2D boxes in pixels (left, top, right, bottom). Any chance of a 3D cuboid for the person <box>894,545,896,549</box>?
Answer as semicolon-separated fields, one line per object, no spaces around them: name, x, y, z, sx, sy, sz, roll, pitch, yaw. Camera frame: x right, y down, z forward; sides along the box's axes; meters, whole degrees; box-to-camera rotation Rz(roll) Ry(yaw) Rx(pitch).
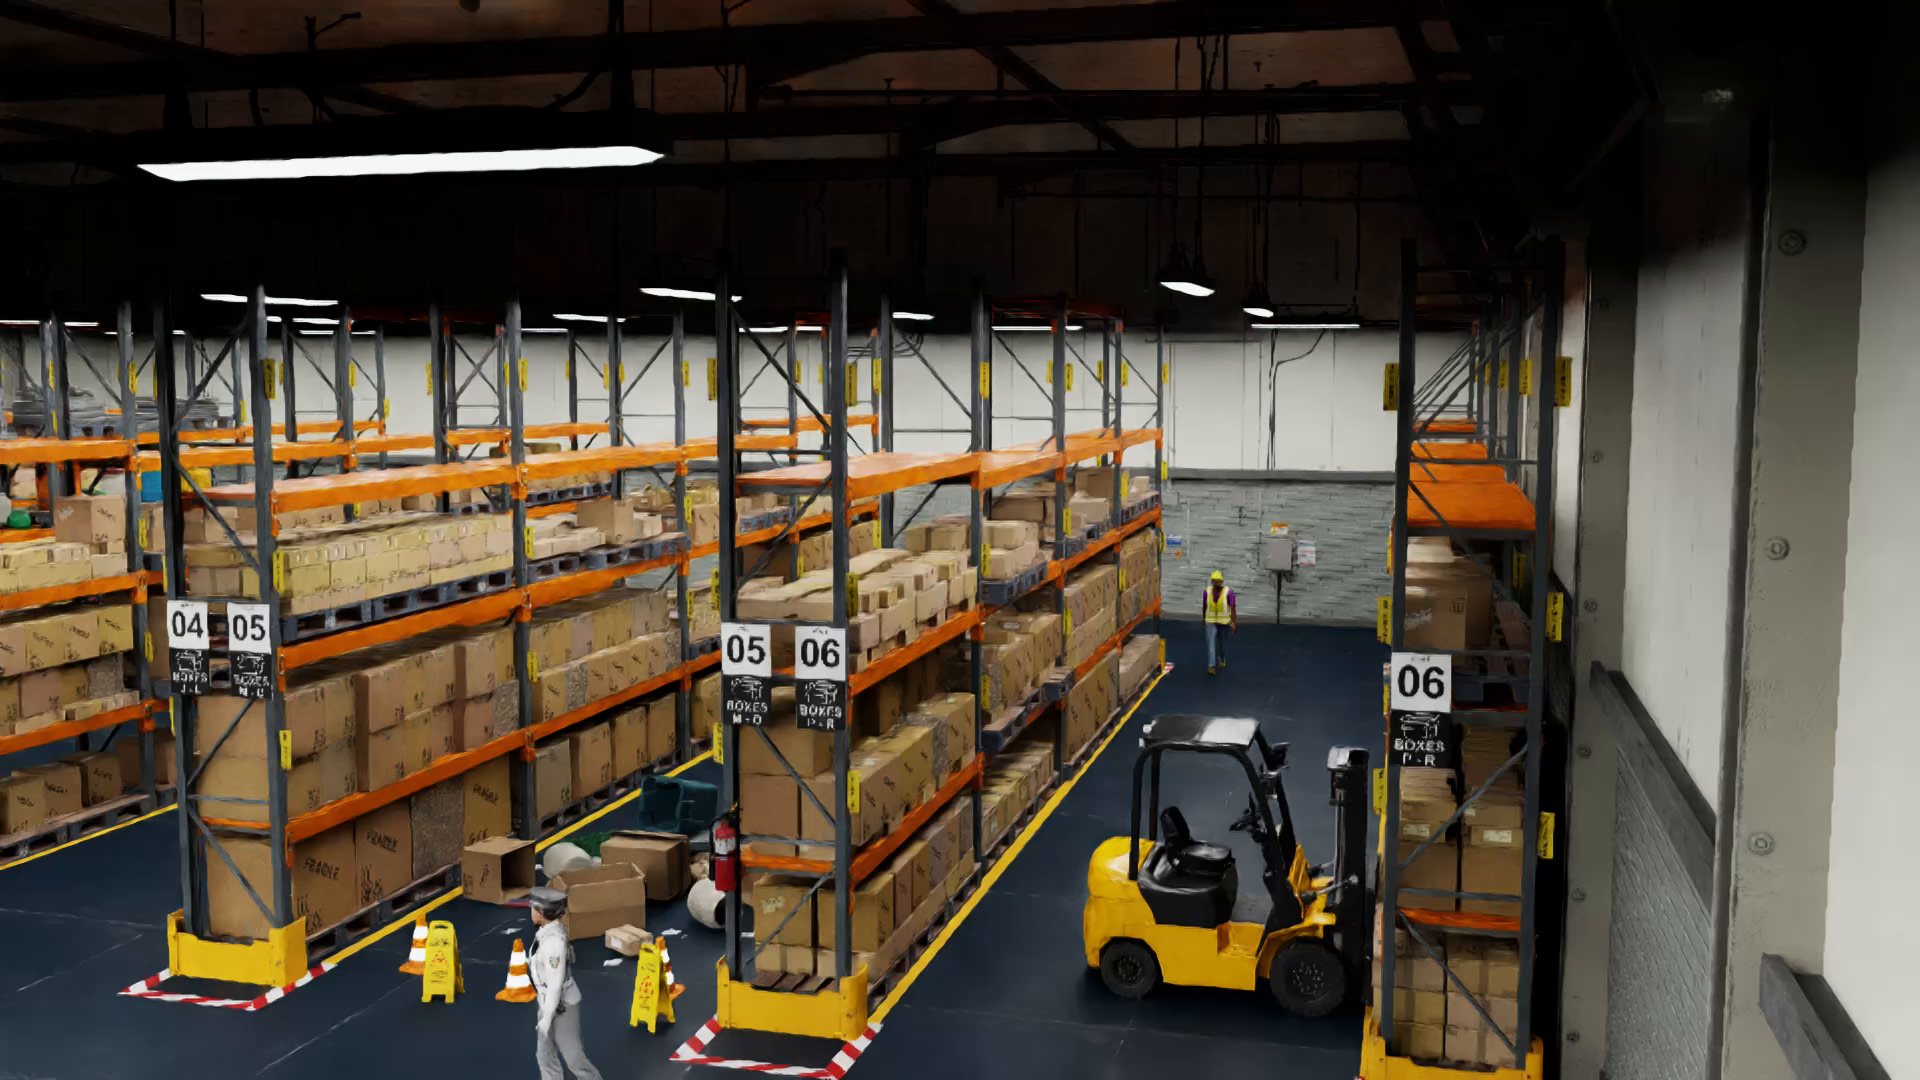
person;-1.264;0.855;33.091;0.584;1.652;0.541;-4;8;-36

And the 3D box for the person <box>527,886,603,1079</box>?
person;-2.670;3.157;11.253;0.594;1.658;0.510;-2;6;-19

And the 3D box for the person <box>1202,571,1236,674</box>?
person;4.338;1.366;27.892;0.589;1.716;1.042;1;6;13
